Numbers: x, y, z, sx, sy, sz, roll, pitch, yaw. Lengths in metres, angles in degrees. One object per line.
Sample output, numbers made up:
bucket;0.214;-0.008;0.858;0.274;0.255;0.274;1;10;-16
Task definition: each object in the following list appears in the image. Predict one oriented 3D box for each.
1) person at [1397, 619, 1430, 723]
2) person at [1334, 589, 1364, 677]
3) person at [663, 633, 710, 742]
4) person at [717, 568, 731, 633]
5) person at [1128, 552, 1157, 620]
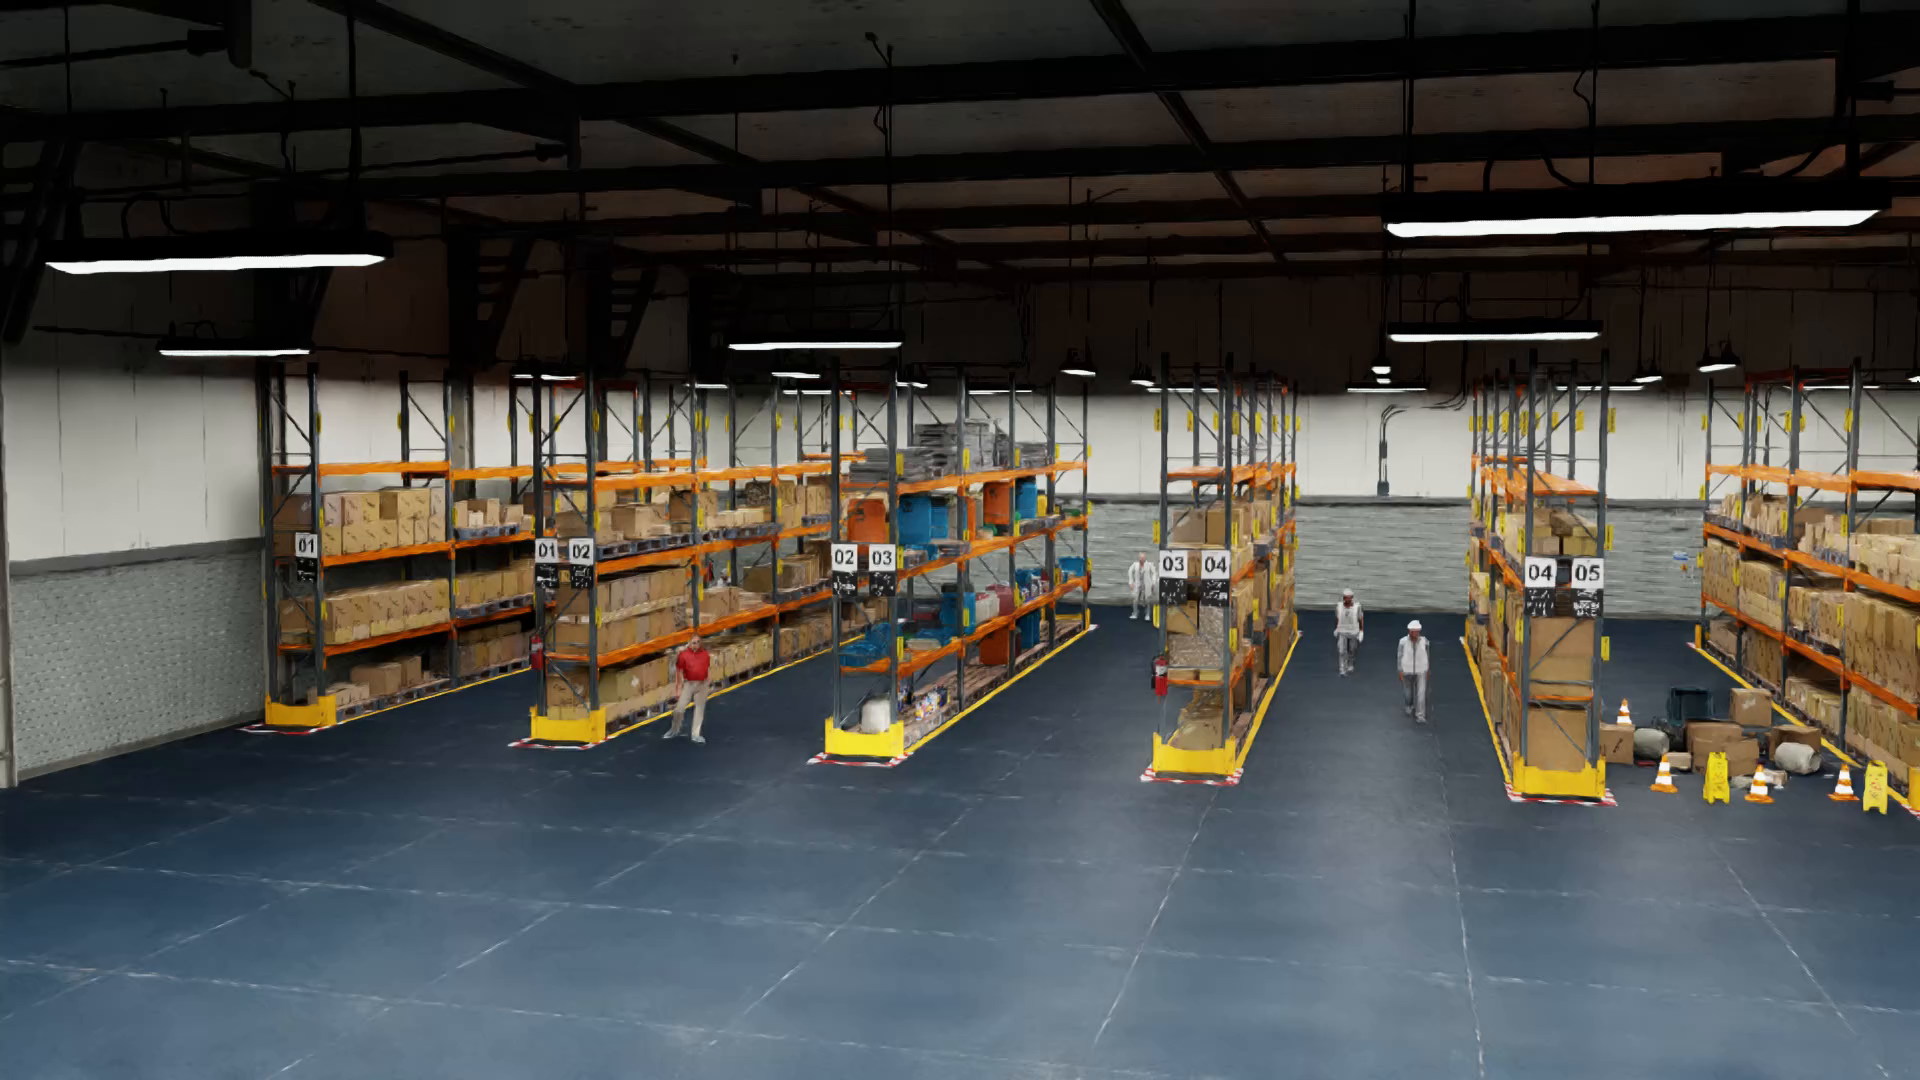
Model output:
person;7.626;2.175;27.980;0.543;1.700;1.115;1;4;17
person;7.694;1.804;32.908;0.577;1.696;1.020;1;4;14
person;-4.277;2.309;26.065;0.729;1.719;0.543;-2;4;-25
person;-5.492;1.445;39.145;0.497;1.583;1.090;1;4;17
person;4.633;1.167;42.296;0.729;1.733;0.546;1;4;13
